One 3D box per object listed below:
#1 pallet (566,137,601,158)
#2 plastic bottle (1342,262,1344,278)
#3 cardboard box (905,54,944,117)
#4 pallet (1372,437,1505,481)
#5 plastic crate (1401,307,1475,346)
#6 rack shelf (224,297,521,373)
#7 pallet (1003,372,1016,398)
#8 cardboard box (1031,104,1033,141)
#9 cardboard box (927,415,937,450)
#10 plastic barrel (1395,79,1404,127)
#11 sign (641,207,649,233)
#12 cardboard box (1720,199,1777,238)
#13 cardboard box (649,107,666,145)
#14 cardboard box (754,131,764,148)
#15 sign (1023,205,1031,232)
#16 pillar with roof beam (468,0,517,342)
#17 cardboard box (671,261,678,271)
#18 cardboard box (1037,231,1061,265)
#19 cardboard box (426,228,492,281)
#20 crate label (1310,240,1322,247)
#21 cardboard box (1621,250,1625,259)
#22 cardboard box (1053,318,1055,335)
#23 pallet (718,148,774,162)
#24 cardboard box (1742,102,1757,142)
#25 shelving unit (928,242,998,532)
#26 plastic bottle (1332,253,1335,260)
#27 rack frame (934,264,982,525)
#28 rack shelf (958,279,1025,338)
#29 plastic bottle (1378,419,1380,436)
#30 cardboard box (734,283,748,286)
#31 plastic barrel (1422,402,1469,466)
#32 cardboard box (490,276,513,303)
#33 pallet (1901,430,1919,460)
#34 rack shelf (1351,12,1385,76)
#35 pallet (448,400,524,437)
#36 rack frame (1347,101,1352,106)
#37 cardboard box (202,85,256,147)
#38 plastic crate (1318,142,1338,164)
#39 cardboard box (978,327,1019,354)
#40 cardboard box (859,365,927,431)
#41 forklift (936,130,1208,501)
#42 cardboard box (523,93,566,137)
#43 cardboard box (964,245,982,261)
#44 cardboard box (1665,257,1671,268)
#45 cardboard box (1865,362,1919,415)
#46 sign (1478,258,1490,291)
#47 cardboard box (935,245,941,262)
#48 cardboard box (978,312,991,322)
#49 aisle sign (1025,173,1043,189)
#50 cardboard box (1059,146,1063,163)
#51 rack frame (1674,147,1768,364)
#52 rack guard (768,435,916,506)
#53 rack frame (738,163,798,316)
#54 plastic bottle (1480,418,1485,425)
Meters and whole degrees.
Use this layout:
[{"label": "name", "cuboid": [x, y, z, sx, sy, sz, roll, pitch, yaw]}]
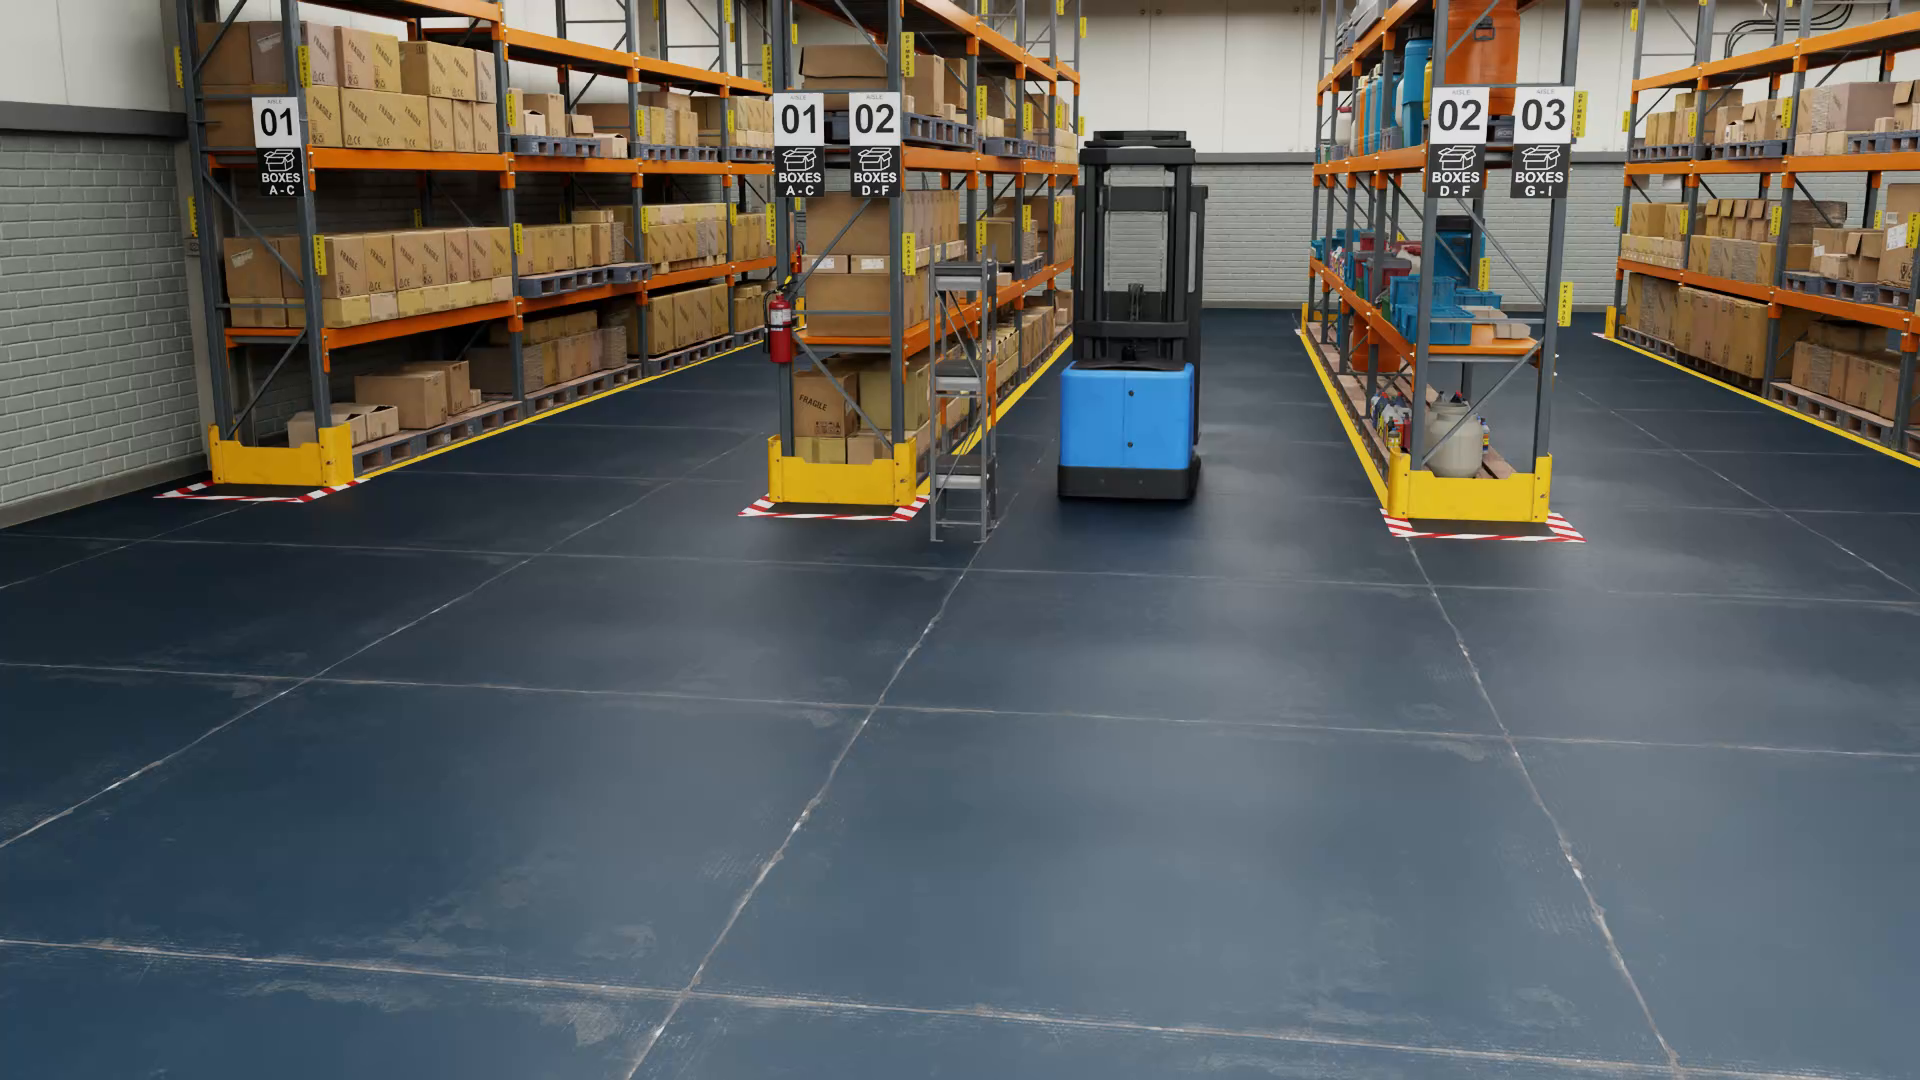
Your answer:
[{"label": "pallet", "cuboid": [-4.872, -4.505, 19.101, 1.213, 0.211, 1.003, 2, 12, 9]}, {"label": "plastic bottle", "cuboid": [4.918, -3.448, 21.177, 0.097, 0.271, 0.097, 0, 12, 0]}, {"label": "cardboard box", "cuboid": [-0.423, -3.922, 14.387, 0.500, 0.500, 0.500, 2, 12, 9]}, {"label": "pallet", "cuboid": [4.231, -0.712, 14.794, 1.003, 0.211, 1.213, 2, 12, 9]}, {"label": "plastic crate", "cuboid": [3.727, -1.676, 13.005, 0.499, 0.251, 0.616, 2, 12, 9]}, {"label": "rack shelf", "cuboid": [-5.536, -2.021, 15.958, 1.077, 0.370, 4.000, 2, 12, 9]}, {"label": "pallet", "cuboid": [0.117, -1.929, 20.441, 1.003, 0.211, 1.213, 2, 12, 9]}, {"label": "cardboard box", "cuboid": [0.747, -5.961, 23.944, 0.600, 0.600, 0.600, 1, 12, 3]}, {"label": "cardboard box", "cuboid": [-0.495, -0.970, 14.906, 0.500, 0.250, 0.500, 2, 12, 9]}, {"label": "plastic barrel", "cuboid": [4.300, -4.111, 15.566, 0.421, 0.512, 0.421, 0, 12, 0]}, {"label": "sign", "cuboid": [-4.076, -4.133, 21.492, 0.100, 0.325, 0.005, 2, 12, 9]}, {"label": "cardboard box", "cuboid": [10.478, -4.236, 21.912, 0.797, 0.503, 0.637, 2, 12, 9]}, {"label": "cardboard box", "cuboid": [-4.468, -5.681, 22.834, 0.700, 0.500, 0.500, 3, 12, 12]}, {"label": "cardboard box", "cuboid": [-3.467, -6.449, 26.801, 0.500, 0.250, 0.500, 2, 12, 7]}, {"label": "sign", "cuboid": [0.831, -4.011, 20.735, 0.100, 0.325, 0.005, 2, 12, 9]}, {"label": "pillar with roof beam", "cuboid": [-1.414, -6.172, 19.273, 9.100, 9.000, 0.400, 2, 12, 9]}, {"label": "cardboard box", "cuboid": [-4.163, -3.838, 23.233, 0.380, 0.149, 0.250, 2, 12, 10]}, {"label": "cardboard box", "cuboid": [1.245, -4.441, 25.241, 0.500, 0.500, 0.500, 2, 12, 10]}, {"label": "cardboard box", "cuboid": [-5.067, -2.879, 16.763, 0.500, 0.500, 0.500, 2, 12, 8]}, {"label": "crate label", "cuboid": [6.043, -4.873, 27.738, 0.416, 0.233, 0.303, 2, 12, 9]}, {"label": "cardboard box", "cuboid": [10.920, -4.619, 26.905, 0.380, 0.149, 0.250, 2, 12, 9]}, {"label": "cardboard box", "cuboid": [1.176, -3.276, 25.411, 0.500, 0.311, 0.500, 2, 12, 9]}, {"label": "pallet", "cuboid": [-3.672, -6.300, 27.199, 1.003, 0.211, 1.213, 2, 12, 9]}, {"label": "cardboard box", "cuboid": [10.363, -5.288, 21.049, 0.797, 0.503, 0.637, 2, 12, 8]}, {"label": "shelving unit", "cuboid": [0.026, -1.061, 11.934, 0.431, 2.100, 0.499, 2, 12, 9]}, {"label": "plastic bottle", "cuboid": [5.242, -3.887, 23.215, 0.097, 0.271, 0.097, 0, 12, 0]}, {"label": "rack frame", "cuboid": [-0.011, -1.010, 11.696, 0.380, 1.831, 0.006, 2, 12, 9]}, {"label": "rack shelf", "cuboid": [-0.025, -2.694, 19.081, 1.077, 0.370, 4.000, 2, 12, 9]}, {"label": "plastic bottle", "cuboid": [3.931, -1.063, 15.404, 0.097, 0.201, 0.097, 0, 12, 0]}, {"label": "cardboard box", "cuboid": [-3.763, -4.207, 27.791, 0.380, 0.149, 0.250, 2, 12, 9]}, {"label": "plastic barrel", "cuboid": [4.048, -0.868, 13.810, 0.421, 0.512, 0.421, 0, 12, 0]}, {"label": "cardboard box", "cuboid": [-5.002, -2.617, 17.325, 0.500, 0.250, 0.500, 2, 12, 9]}, {"label": "pallet", "cuboid": [9.386, -0.803, 15.220, 1.003, 0.211, 1.213, 2, 12, 9]}, {"label": "rack shelf", "cuboid": [4.868, -5.270, 17.743, 1.077, 0.370, 4.000, 2, 12, 9]}, {"label": "pallet", "cuboid": [-5.297, -1.285, 17.454, 1.003, 0.211, 1.213, 2, 12, 9]}, {"label": "rack frame", "cuboid": [5.794, -7.066, 23.420, 0.949, 2.616, 0.053, 2, 12, 9]}, {"label": "cardboard box", "cuboid": [-6.030, -3.576, 14.063, 0.500, 0.500, 0.500, 3, 12, 13]}, {"label": "plastic crate", "cuboid": [5.900, -6.093, 26.172, 0.504, 0.338, 0.767, 2, 12, 9]}, {"label": "cardboard box", "cuboid": [0.445, -2.480, 20.580, 0.500, 0.311, 0.500, 2, 12, 10]}, {"label": "cardboard box", "cuboid": [-0.571, -1.233, 14.344, 0.500, 0.500, 0.500, 2, 12, 9]}, {"label": "forklift", "cuboid": [1.095, -1.865, 13.691, 1.782, 2.935, 4.545, 2, 12, 10]}, {"label": "cardboard box", "cuboid": [-4.876, -4.877, 19.151, 0.500, 0.500, 0.500, 1, 12, 7]}, {"label": "cardboard box", "cuboid": [0.040, -3.161, 19.303, 0.500, 0.500, 0.500, 1, 12, 6]}, {"label": "cardboard box", "cuboid": [10.487, -4.031, 24.175, 0.380, 0.149, 0.250, 2, 12, 8]}, {"label": "cardboard box", "cuboid": [9.662, -1.526, 16.845, 0.700, 0.500, 0.500, 2, 12, 8]}, {"label": "sign", "cuboid": [5.103, -2.583, 16.202, 0.100, 0.325, 0.005, 2, 12, 9]}, {"label": "cardboard box", "cuboid": [-0.360, -2.667, 15.473, 0.380, 0.149, 0.250, 2, 12, 10]}, {"label": "cardboard box", "cuboid": [0.199, -3.036, 22.069, 0.500, 0.250, 0.500, 2, 12, 11]}, {"label": "aisle sign", "cuboid": [1.233, -6.422, 28.501, 0.394, 0.787, 0.004, 2, 12, 9]}, {"label": "cardboard box", "cuboid": [1.298, -5.885, 25.415, 0.500, 0.250, 0.500, 2, 12, 9]}, {"label": "rack frame", "cuboid": [10.685, -3.973, 23.308, 1.000, 3.000, 0.127, 2, 12, 9]}, {"label": "rack guard", "cuboid": [-0.952, -0.570, 13.450, 1.175, 0.500, 0.348, 2, 12, 9]}, {"label": "rack frame", "cuboid": [-3.383, -5.287, 29.406, 1.000, 3.000, 0.127, 2, 12, 9]}, {"label": "plastic bottle", "cuboid": [4.585, -0.936, 14.621, 0.061, 0.283, 0.133, 2, 12, 10]}]
